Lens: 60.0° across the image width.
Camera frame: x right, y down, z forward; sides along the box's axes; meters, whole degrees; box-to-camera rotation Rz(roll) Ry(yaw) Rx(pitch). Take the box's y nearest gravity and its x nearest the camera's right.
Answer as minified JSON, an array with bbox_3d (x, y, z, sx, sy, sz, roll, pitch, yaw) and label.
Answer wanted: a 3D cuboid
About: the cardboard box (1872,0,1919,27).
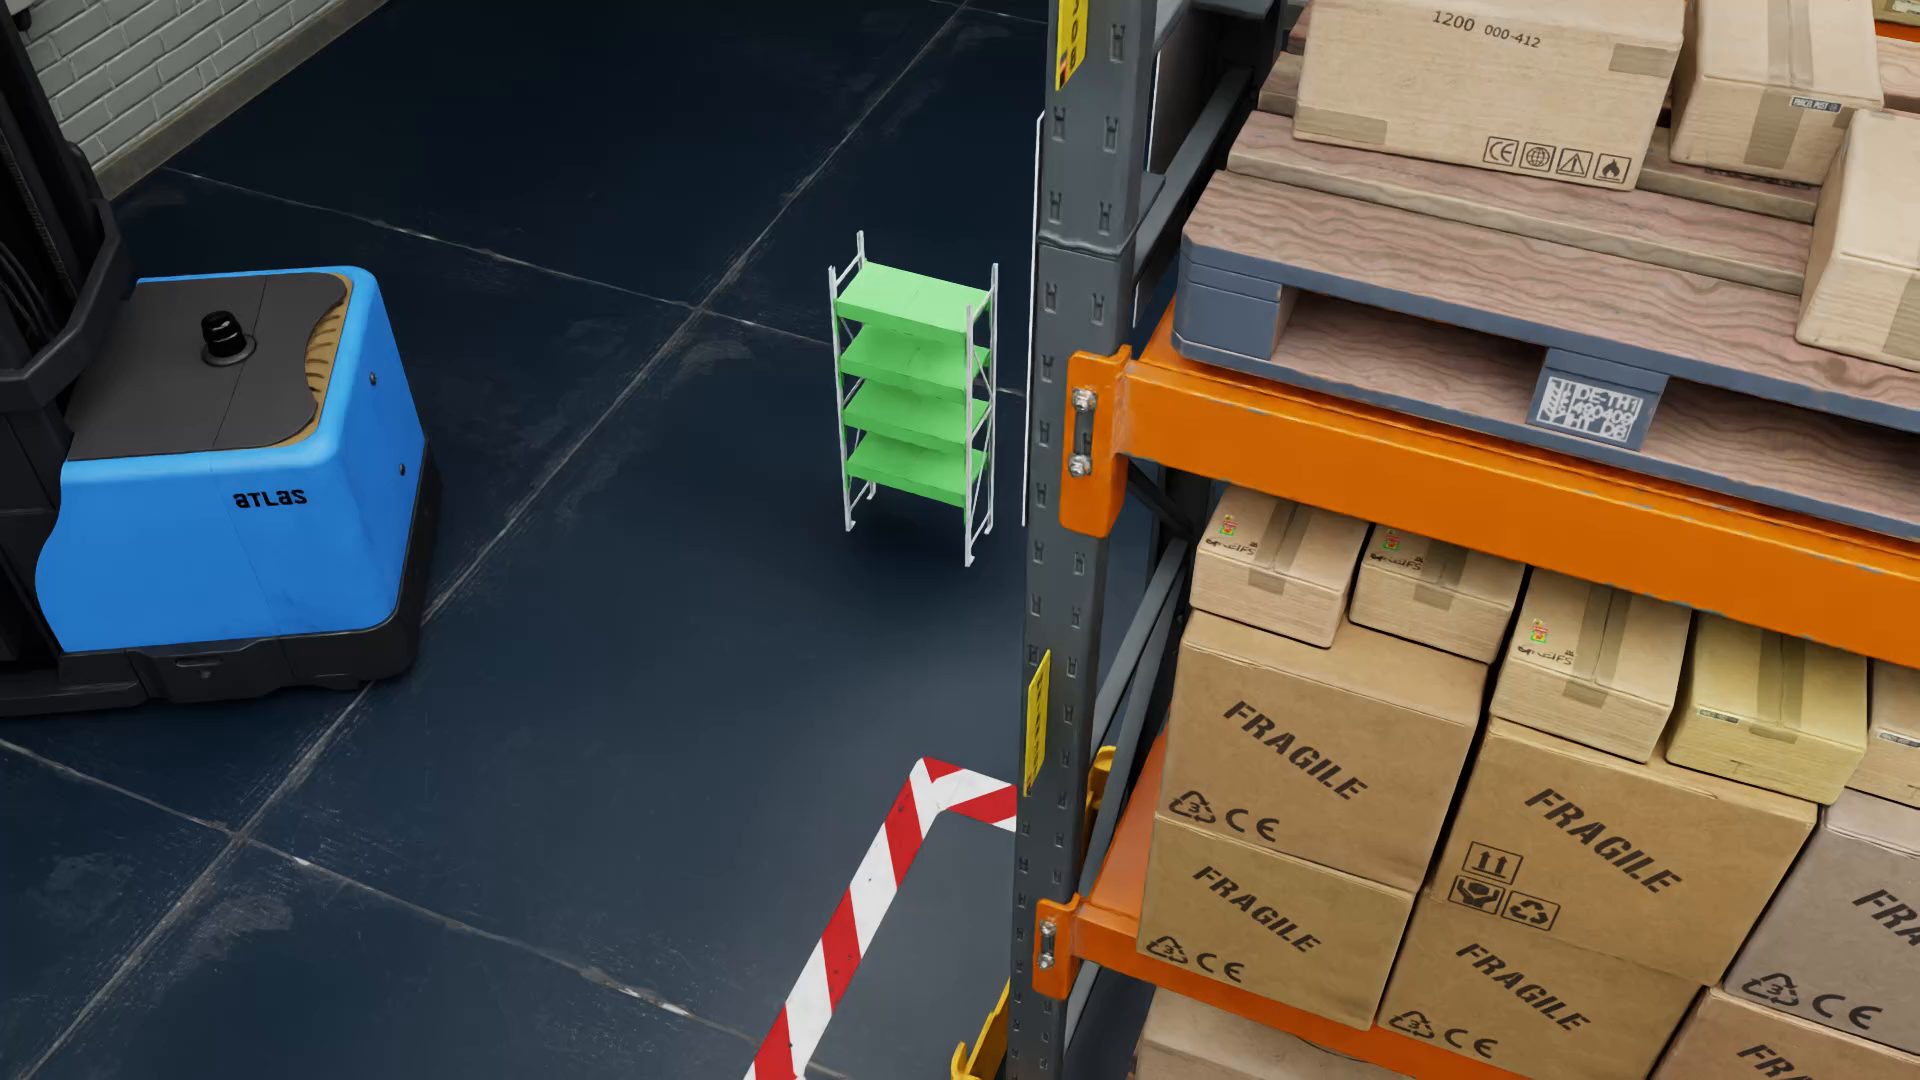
[{"bbox_3d":[3.638,-2.172,6.485,0.250,0.149,0.380,15,47,15],"label":"cardboard box"}]

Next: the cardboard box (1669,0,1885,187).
[{"bbox_3d":[1.230,-0.712,2.522,0.250,0.149,0.380,13,46,13],"label":"cardboard box"}]

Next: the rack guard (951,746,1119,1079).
[{"bbox_3d":[0.341,1.200,4.689,0.348,0.500,1.175,16,47,16],"label":"rack guard"}]

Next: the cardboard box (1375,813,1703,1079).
[{"bbox_3d":[1.173,0.722,3.327,0.500,0.500,0.500,16,47,15],"label":"cardboard box"}]

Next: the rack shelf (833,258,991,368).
[{"bbox_3d":[-0.153,-0.765,5.578,0.480,0.148,0.258,16,47,16],"label":"rack shelf"}]

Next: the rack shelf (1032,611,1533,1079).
[{"bbox_3d":[2.209,1.119,3.509,4.000,0.370,1.077,16,47,16],"label":"rack shelf"}]

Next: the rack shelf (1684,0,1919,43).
[{"bbox_3d":[4.116,-2.113,6.757,4.000,0.370,1.077,16,47,16],"label":"rack shelf"}]

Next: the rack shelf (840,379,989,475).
[{"bbox_3d":[-0.153,-0.425,5.917,0.480,0.148,0.258,16,47,16],"label":"rack shelf"}]

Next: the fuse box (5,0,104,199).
[{"bbox_3d":[-3.907,-2.066,7.113,0.414,1.711,0.539,16,47,16],"label":"fuse box"}]

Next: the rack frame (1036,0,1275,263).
[{"bbox_3d":[0.363,-1.806,1.685,0.127,3.000,1.000,16,47,16],"label":"rack frame"}]

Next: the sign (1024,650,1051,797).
[{"bbox_3d":[0.143,0.346,3.106,0.005,0.325,0.100,16,47,16],"label":"sign"}]

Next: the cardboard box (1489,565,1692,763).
[{"bbox_3d":[1.049,0.148,2.735,0.250,0.149,0.380,18,48,17],"label":"cardboard box"}]

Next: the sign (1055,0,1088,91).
[{"bbox_3d":[0.143,-0.721,2.045,0.005,0.325,0.100,16,47,16],"label":"sign"}]

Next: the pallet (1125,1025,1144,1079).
[{"bbox_3d":[1.131,1.476,4.617,1.213,0.211,1.003,16,47,16],"label":"pallet"}]

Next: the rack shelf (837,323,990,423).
[{"bbox_3d":[-0.153,-0.595,5.748,0.480,0.148,0.258,16,47,16],"label":"rack shelf"}]

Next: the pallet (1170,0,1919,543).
[{"bbox_3d":[1.051,-0.516,2.579,1.213,0.211,1.003,16,47,16],"label":"pallet"}]

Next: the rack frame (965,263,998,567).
[{"bbox_3d":[0.072,-0.404,5.805,0.015,1.200,0.240,16,47,16],"label":"rack frame"}]

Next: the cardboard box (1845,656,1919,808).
[{"bbox_3d":[1.561,0.244,2.638,0.250,0.149,0.380,17,47,16],"label":"cardboard box"}]

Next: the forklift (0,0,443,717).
[{"bbox_3d":[-3.435,-0.774,4.950,3.031,2.935,1.130,-4,45,-4],"label":"forklift"}]

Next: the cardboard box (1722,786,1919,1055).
[{"bbox_3d":[1.654,0.517,2.824,0.500,0.500,0.500,16,47,16],"label":"cardboard box"}]

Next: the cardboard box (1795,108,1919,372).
[{"bbox_3d":[1.278,-0.393,2.201,0.250,0.149,0.380,18,48,17],"label":"cardboard box"}]

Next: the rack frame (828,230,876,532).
[{"bbox_3d":[-0.378,-0.537,5.939,0.015,1.200,0.240,16,47,16],"label":"rack frame"}]

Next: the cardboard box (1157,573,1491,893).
[{"bbox_3d":[0.696,0.247,3.096,0.500,0.500,0.500,15,47,15],"label":"cardboard box"}]

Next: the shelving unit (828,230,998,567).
[{"bbox_3d":[-0.153,-0.470,5.872,0.503,1.200,0.258,16,47,16],"label":"shelving unit"}]

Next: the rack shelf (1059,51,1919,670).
[{"bbox_3d":[2.209,0.056,2.451,4.000,0.370,1.077,16,47,16],"label":"rack shelf"}]

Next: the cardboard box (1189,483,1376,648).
[{"bbox_3d":[0.584,-0.022,2.906,0.250,0.149,0.380,17,47,17],"label":"cardboard box"}]

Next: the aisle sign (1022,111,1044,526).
[{"bbox_3d":[0.185,-0.431,2.714,0.004,0.787,0.394,16,47,16],"label":"aisle sign"}]

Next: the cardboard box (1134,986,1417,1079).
[{"bbox_3d":[1.010,1.194,4.442,0.875,0.438,0.875,15,47,15],"label":"cardboard box"}]

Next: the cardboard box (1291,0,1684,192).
[{"bbox_3d":[0.813,-0.810,2.548,0.500,0.250,0.500,12,46,12],"label":"cardboard box"}]

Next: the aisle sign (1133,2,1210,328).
[{"bbox_3d":[0.416,-0.822,3.106,0.004,0.787,0.394,16,47,16],"label":"aisle sign"}]

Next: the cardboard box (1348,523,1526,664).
[{"bbox_3d":[0.853,0.002,2.881,0.250,0.149,0.380,17,47,17],"label":"cardboard box"}]

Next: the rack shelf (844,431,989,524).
[{"bbox_3d":[-0.153,-0.255,6.086,0.480,0.148,0.258,16,47,16],"label":"rack shelf"}]

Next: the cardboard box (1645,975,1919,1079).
[{"bbox_3d":[1.635,0.872,3.176,0.500,0.500,0.500,16,47,16],"label":"cardboard box"}]

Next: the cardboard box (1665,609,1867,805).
[{"bbox_3d":[1.299,0.207,2.675,0.250,0.149,0.380,15,47,15],"label":"cardboard box"}]

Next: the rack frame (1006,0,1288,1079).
[{"bbox_3d":[0.363,0.321,3.801,0.127,3.000,1.000,16,47,16],"label":"rack frame"}]

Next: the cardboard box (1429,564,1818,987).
[{"bbox_3d":[1.176,0.382,2.959,0.500,0.500,0.500,15,47,15],"label":"cardboard box"}]

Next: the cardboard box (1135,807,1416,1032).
[{"bbox_3d":[0.695,0.603,3.447,0.500,0.500,0.500,16,47,16],"label":"cardboard box"}]
